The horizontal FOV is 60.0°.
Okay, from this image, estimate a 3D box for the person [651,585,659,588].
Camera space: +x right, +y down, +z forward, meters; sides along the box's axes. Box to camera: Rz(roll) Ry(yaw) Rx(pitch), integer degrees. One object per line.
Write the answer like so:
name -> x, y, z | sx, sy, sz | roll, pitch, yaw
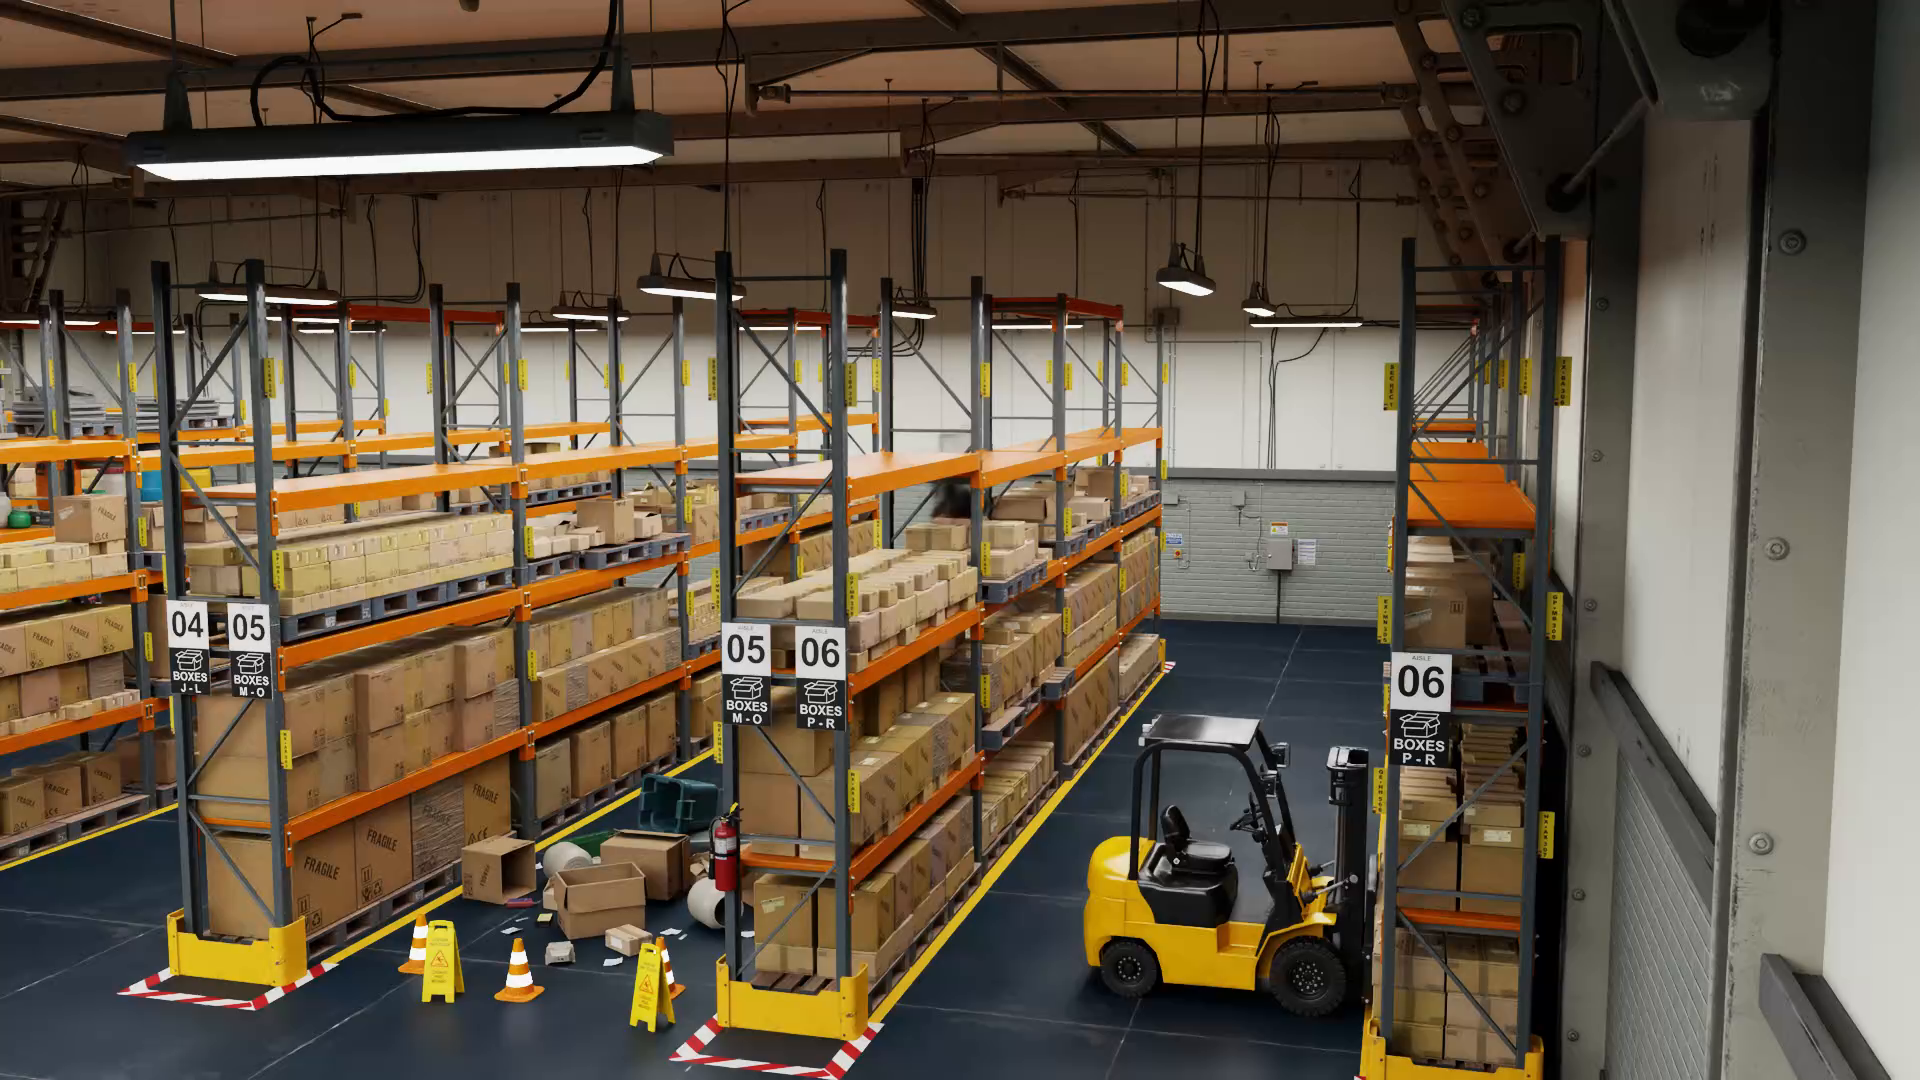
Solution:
person -> -4.714, 1.582, 25.894 | 0.708, 1.706, 0.875 | 1, 6, 10
